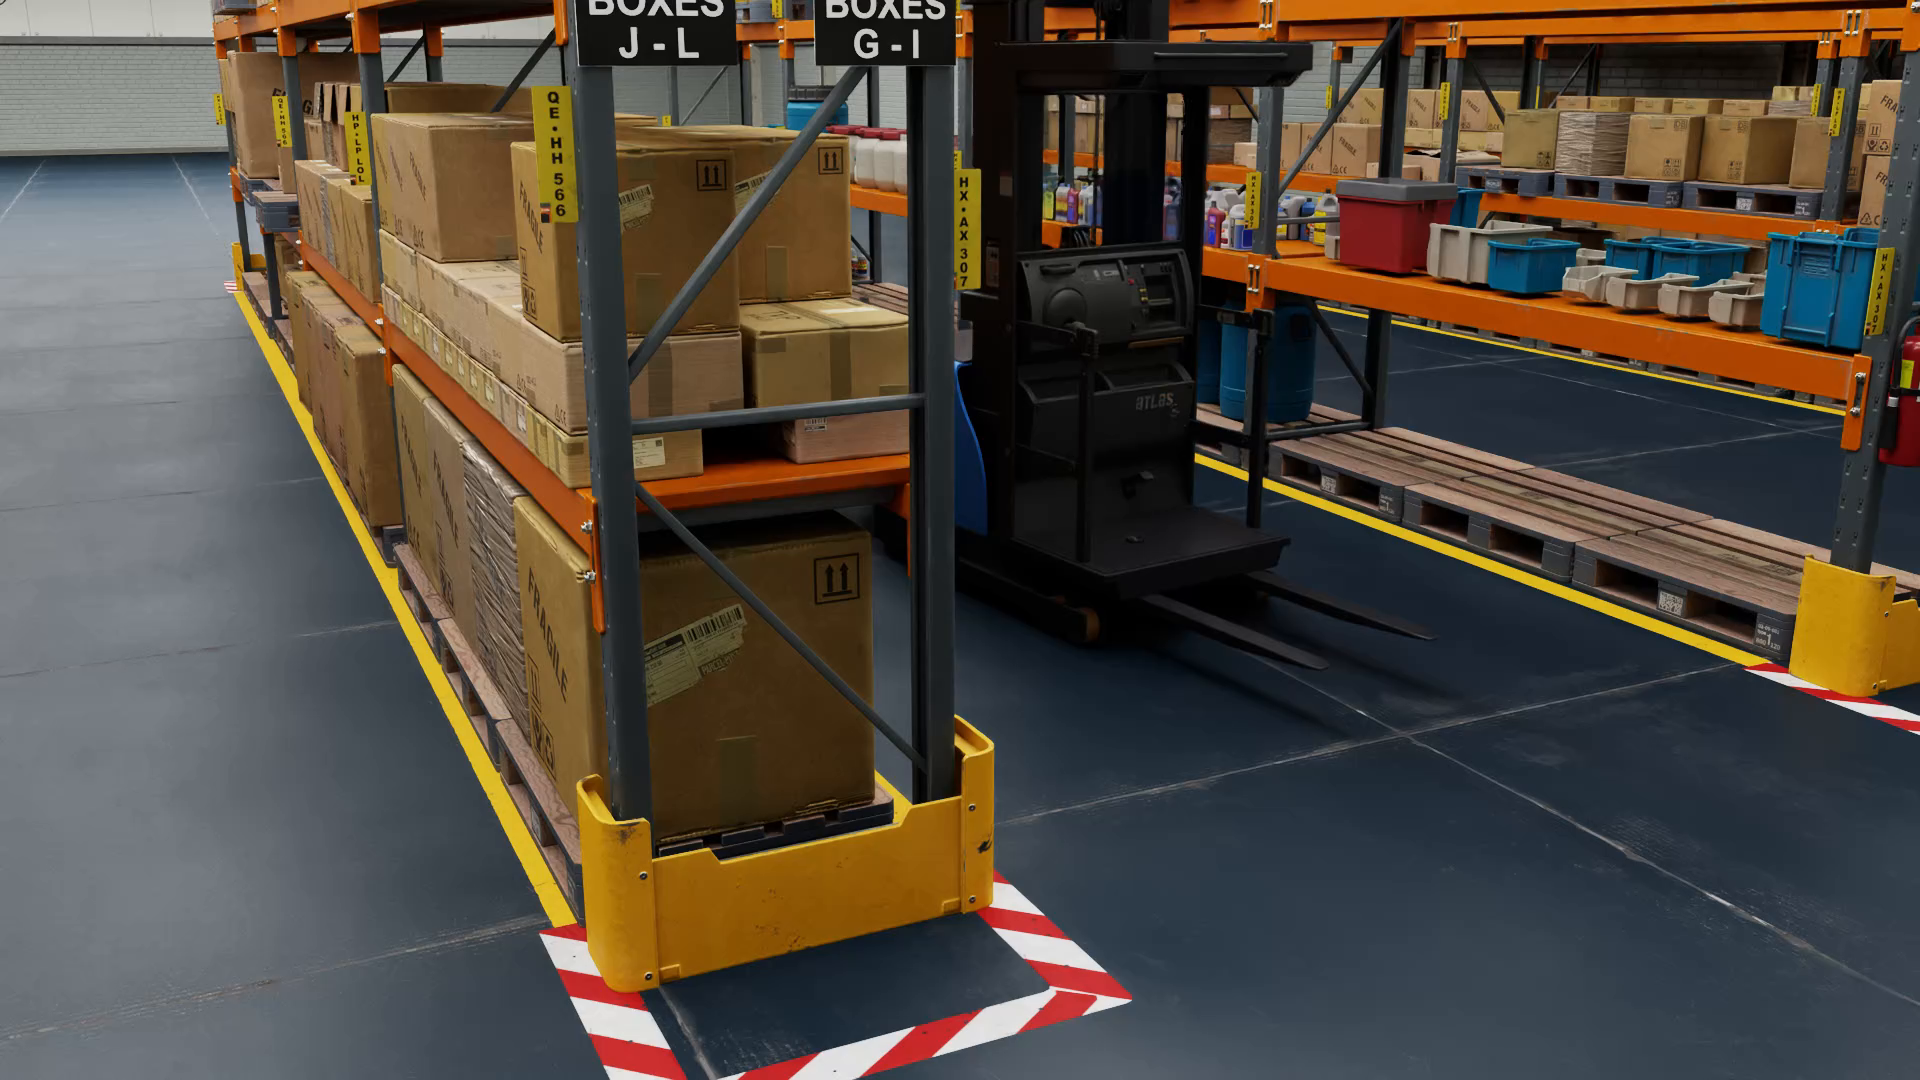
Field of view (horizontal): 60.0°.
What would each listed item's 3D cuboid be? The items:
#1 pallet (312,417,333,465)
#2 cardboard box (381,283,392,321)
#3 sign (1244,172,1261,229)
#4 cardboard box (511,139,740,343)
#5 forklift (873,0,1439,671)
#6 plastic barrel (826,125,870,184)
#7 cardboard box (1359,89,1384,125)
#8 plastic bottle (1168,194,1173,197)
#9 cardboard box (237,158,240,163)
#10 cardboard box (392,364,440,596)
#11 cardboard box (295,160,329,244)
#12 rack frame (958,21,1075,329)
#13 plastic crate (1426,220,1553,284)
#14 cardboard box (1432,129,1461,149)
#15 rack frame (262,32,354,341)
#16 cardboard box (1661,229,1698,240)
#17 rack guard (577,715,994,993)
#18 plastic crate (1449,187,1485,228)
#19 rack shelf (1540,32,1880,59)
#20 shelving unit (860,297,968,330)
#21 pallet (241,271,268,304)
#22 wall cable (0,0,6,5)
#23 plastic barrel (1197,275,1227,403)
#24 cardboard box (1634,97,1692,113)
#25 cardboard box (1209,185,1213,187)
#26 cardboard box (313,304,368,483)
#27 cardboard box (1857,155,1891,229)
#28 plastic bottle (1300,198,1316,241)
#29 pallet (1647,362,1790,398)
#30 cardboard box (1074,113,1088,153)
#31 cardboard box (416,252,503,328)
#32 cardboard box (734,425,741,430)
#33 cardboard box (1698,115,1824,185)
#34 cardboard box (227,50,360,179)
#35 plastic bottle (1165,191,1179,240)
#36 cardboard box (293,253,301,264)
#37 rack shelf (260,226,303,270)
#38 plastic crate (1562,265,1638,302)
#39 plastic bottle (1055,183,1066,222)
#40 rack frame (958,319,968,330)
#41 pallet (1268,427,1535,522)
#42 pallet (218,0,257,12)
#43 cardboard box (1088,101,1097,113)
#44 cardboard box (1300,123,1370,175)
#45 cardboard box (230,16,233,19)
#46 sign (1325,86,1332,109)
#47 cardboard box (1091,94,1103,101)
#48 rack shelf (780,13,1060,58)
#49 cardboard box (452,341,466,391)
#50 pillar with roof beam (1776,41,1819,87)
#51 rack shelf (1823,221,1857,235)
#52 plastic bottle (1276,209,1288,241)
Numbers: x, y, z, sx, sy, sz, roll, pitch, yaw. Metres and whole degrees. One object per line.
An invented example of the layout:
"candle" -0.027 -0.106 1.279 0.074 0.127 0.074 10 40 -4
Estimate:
"pallet" -3.717 -0.770 11.052 1.003 0.211 1.213 -8 18 -25
"cardboard box" -2.412 -1.089 7.563 0.380 0.149 0.250 -8 18 -25
"sign" 1.715 -1.989 9.741 0.100 0.325 0.005 -8 18 -25
"cardboard box" -0.939 -0.852 4.654 0.500 0.500 0.500 -7 18 -24
"forklift" 0.789 -1.106 7.292 1.130 2.935 3.031 -10 19 -32
"plastic barrel" -1.073 -3.707 15.984 0.433 0.535 0.433 0 16 0
"cardboard box" 6.005 -6.114 23.494 0.500 0.500 0.500 -8 18 -25
"plastic bottle" 1.411 -2.187 11.168 0.097 0.271 0.097 0 16 0
"cardboard box" -7.400 -3.950 17.534 0.380 0.149 0.250 -8 18 -25
"cardboard box" -2.025 -0.331 7.555 0.875 0.875 0.875 -8 18 -25
"cardboard box" -4.026 -2.210 10.832 0.500 0.500 0.500 -7 17 -23
"rack frame" 0.458 -2.914 13.466 1.000 3.000 0.127 -8 18 -25
"plastic crate" 2.714 -1.493 8.621 0.437 0.282 0.530 -8 18 -25
"cardboard box" 6.686 -5.368 22.255 0.500 0.250 0.500 -8 18 -25
"rack frame" -5.747 -3.307 14.836 1.000 3.000 0.127 -8 18 -25
"cardboard box" 8.637 -3.555 19.433 0.700 0.500 0.500 -8 18 -25
"rack guard" -0.479 0.876 4.792 1.175 0.500 0.348 -8 18 -25
"plastic crate" 2.721 -1.868 9.744 0.392 0.384 0.575 -8 18 -25
"rack shelf" 8.487 -5.703 19.051 1.077 0.370 4.000 -8 18 -25
"shelving unit" -0.456 -0.694 9.130 0.538 1.125 1.048 -10 19 -32
"pallet" -7.142 -2.734 17.895 1.003 0.211 1.213 -8 18 -25
"wall cable" -26.077 -16.209 42.756 2.305 6.003 0.169 -8 18 -25
"plastic barrel" 1.677 -1.428 11.330 0.600 0.901 0.708 -8 18 -25
"cardboard box" 8.358 -4.933 19.523 0.700 0.500 0.500 -5 17 -17
"cardboard box" 2.800 -4.144 20.619 0.500 0.500 0.500 -8 18 -25
"cardboard box" -2.933 -0.882 9.475 1.225 0.875 0.875 -8 18 -27
"cardboard box" 6.643 -2.408 11.523 0.500 0.500 0.500 -7 17 -23
"plastic bottle" 2.265 -2.086 10.815 0.097 0.271 0.097 0 16 0
"pallet" 6.274 -1.376 13.164 1.003 0.211 1.213 -8 18 -25
"cardboard box" 1.835 -5.296 21.586 0.700 0.500 0.500 -7 17 -23
"cardboard box" -1.826 -0.994 6.510 0.500 0.250 0.500 -7 18 -24
"cardboard box" -0.575 -0.465 5.390 0.380 0.149 0.250 -8 18 -26
"cardboard box" 6.300 -3.077 13.091 0.700 0.500 0.500 -5 17 -16
"cardboard box" -5.525 -3.583 13.950 1.000 1.000 1.000 -8 18 -25
"plastic bottle" 1.432 -2.132 10.832 0.144 0.351 0.185 -8 18 -25
"cardboard box" -5.886 -2.411 15.486 0.500 0.500 0.500 -8 18 -27
"rack shelf" -4.871 -2.465 13.207 1.077 0.370 4.000 -8 18 -25
"plastic crate" 3.038 -1.223 7.945 0.298 0.136 0.250 -8 18 -25
"plastic bottle" 0.745 -2.468 12.147 0.097 0.271 0.097 0 16 0
"rack frame" -0.174 -0.577 8.724 0.500 1.125 0.032 -10 19 -32
"pallet" 2.567 -0.404 9.775 1.003 0.211 1.213 -8 18 -25
"pallet" -5.115 -4.236 12.975 1.213 0.211 1.003 -8 18 -25
"cardboard box" 1.840 -5.476 21.036 0.380 0.149 0.250 -8 18 -27
"cardboard box" 3.932 -4.104 17.432 0.500 0.500 0.500 -8 18 -25
"cardboard box" -6.401 -4.889 15.183 0.500 0.250 0.500 -7 18 -24
"sign" 5.371 -6.445 24.202 0.100 0.325 0.005 -8 18 -25
"cardboard box" 2.081 -5.781 20.926 0.700 0.500 0.500 -8 18 -25
"rack shelf" -0.418 -4.506 14.879 1.077 0.370 4.000 -8 18 -25
"cardboard box" -1.611 -0.638 5.992 0.380 0.149 0.250 -7 18 -24
"pillar with roof beam" 5.702 -6.901 16.485 9.100 9.000 0.400 -8 18 -25
"rack shelf" 7.541 -1.678 10.463 1.077 0.370 4.000 -8 18 -25
"plastic bottle" 2.086 -2.058 10.845 0.097 0.201 0.097 0 16 0
